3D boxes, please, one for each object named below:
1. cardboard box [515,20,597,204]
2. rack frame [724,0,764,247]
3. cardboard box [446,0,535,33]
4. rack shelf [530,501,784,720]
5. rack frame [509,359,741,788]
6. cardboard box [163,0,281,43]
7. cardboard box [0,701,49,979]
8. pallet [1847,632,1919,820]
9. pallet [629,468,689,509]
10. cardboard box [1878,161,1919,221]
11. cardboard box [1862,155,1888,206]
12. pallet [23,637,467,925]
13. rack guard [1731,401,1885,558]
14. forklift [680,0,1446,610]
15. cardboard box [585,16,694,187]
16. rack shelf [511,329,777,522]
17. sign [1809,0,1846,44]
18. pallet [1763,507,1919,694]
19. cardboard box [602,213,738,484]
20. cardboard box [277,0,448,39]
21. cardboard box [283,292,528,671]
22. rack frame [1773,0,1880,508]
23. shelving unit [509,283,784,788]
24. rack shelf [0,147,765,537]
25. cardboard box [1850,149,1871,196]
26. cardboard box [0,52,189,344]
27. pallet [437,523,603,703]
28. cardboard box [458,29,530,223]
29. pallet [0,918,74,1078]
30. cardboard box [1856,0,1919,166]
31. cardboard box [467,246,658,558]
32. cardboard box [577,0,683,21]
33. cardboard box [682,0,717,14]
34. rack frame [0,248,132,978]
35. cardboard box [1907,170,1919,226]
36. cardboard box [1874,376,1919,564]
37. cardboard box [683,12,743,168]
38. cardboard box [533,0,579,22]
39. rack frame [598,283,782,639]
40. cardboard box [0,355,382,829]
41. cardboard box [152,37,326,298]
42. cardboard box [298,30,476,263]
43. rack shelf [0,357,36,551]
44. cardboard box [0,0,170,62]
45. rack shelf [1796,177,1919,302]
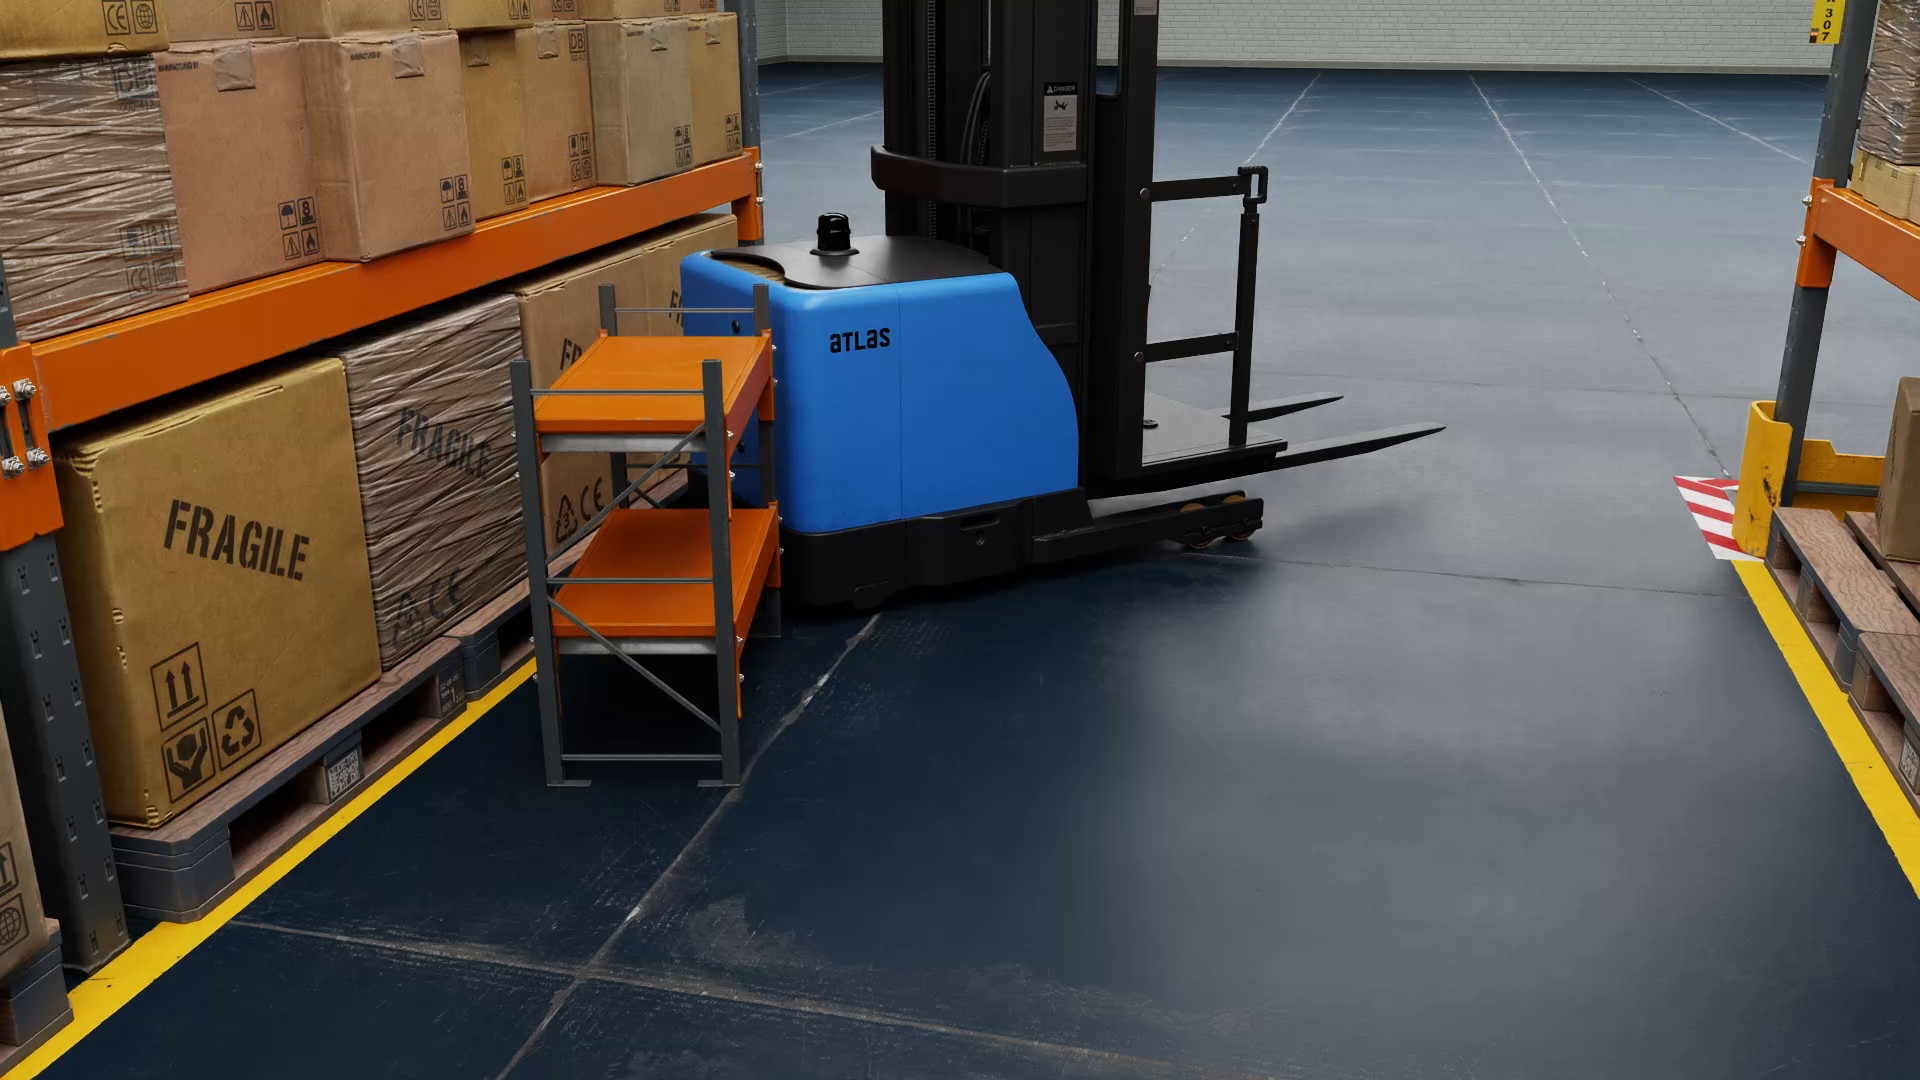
[{"bbox_3d":[-1.738,-1.424,5.484,0.875,0.550,0.550,5,19,13],"label":"cardboard box"},{"bbox_3d":[-1.320,-1.813,6.854,1.000,3.000,0.127,5,19,13],"label":"rack frame"},{"bbox_3d":[-1.765,-1.761,4.798,0.875,0.550,0.500,5,19,13],"label":"cardboard box"},{"bbox_3d":[-0.819,0.171,4.702,0.538,0.278,1.000,0,19,0],"label":"rack shelf"},{"bbox_3d":[-0.820,0.104,4.142,0.500,1.125,0.032,0,19,0],"label":"rack frame"},{"bbox_3d":[-2.152,-1.435,3.847,0.875,0.550,0.550,5,19,13],"label":"cardboard box"},{"bbox_3d":[-2.361,0.509,2.888,1.050,0.750,0.750,5,19,13],"label":"cardboard box"},{"bbox_3d":[2.914,0.587,4.142,1.003,0.211,1.213,5,19,13],"label":"pallet"},{"bbox_3d":[-1.439,-0.236,6.553,1.003,0.211,1.213,5,19,13],"label":"pallet"},{"bbox_3d":[3.009,-1.046,4.997,0.380,0.149,0.250,5,19,13],"label":"cardboard box"},{"bbox_3d":[3.085,-1.123,5.223,0.380,0.149,0.250,5,19,13],"label":"cardboard box"},{"bbox_3d":[-2.035,0.529,4.314,1.003,0.211,1.213,5,19,13],"label":"pallet"},{"bbox_3d":[3.447,-0.183,5.948,1.175,0.500,0.348,5,19,13],"label":"rack guard"},{"bbox_3d":[0.539,-1.489,6.014,3.031,2.935,1.130,-11,22,-29],"label":"forklift"},{"bbox_3d":[-1.480,-1.590,5.969,0.875,0.550,0.550,5,19,13],"label":"cardboard box"},{"bbox_3d":[-0.819,-0.337,4.529,0.538,0.278,1.000,0,19,0],"label":"rack shelf"},{"bbox_3d":[2.939,-1.842,5.600,0.100,0.325,0.005,5,19,13],"label":"sign"},{"bbox_3d":[3.214,0.206,5.258,1.003,0.211,1.213,5,19,13],"label":"pallet"},{"bbox_3d":[-1.421,-0.788,6.492,0.875,0.875,0.875,5,19,14],"label":"cardboard box"},{"bbox_3d":[-1.887,-1.594,4.310,0.875,0.550,0.550,5,19,13],"label":"cardboard box"},{"bbox_3d":[-1.859,-0.227,4.848,0.875,0.875,0.875,5,19,14],"label":"cardboard box"},{"bbox_3d":[3.465,-1.389,5.614,1.000,3.000,0.127,5,19,13],"label":"rack frame"},{"bbox_3d":[-0.819,-0.060,4.623,0.538,1.125,1.048,0,19,0],"label":"shelving unit"},{"bbox_3d":[-1.808,-0.845,5.135,1.077,0.370,4.000,5,19,13],"label":"rack shelf"},{"bbox_3d":[3.165,-1.200,5.448,0.380,0.149,0.250,5,19,13],"label":"cardboard box"},{"bbox_3d":[-2.218,-0.746,3.500,0.875,0.550,0.550,5,19,13],"label":"cardboard box"},{"bbox_3d":[-1.739,0.145,5.437,1.003,0.211,1.213,5,19,13],"label":"pallet"},{"bbox_3d":[-1.828,-1.255,4.988,0.875,0.550,0.500,5,19,13],"label":"cardboard box"},{"bbox_3d":[-2.412,1.008,2.908,1.003,0.211,1.213,5,19,13],"label":"pallet"},{"bbox_3d":[3.304,-1.407,5.052,0.875,0.500,0.500,5,19,13],"label":"cardboard box"},{"bbox_3d":[-1.634,-0.512,5.684,0.875,0.875,0.875,4,19,13],"label":"cardboard box"},{"bbox_3d":[-1.493,-2.102,5.797,0.875,0.550,0.550,5,19,13],"label":"cardboard box"},{"bbox_3d":[-1.448,-2.281,6.323,0.875,0.550,0.550,5,19,13],"label":"cardboard box"},{"bbox_3d":[-2.297,-0.559,3.183,1.000,3.000,0.127,5,19,13],"label":"rack frame"},{"bbox_3d":[2.968,-0.966,4.763,0.380,0.149,0.250,5,19,13],"label":"cardboard box"},{"bbox_3d":[3.297,-0.211,5.381,0.500,0.500,0.500,9,21,23],"label":"cardboard box"},{"bbox_3d":[-1.366,-1.764,6.479,0.875,0.550,0.550,5,19,13],"label":"cardboard box"},{"bbox_3d":[-1.761,-1.937,5.315,0.875,0.550,0.550,5,19,13],"label":"cardboard box"},{"bbox_3d":[-0.819,-0.224,5.105,0.500,1.125,0.032,0,19,0],"label":"rack frame"},{"bbox_3d":[-2.075,0.056,4.020,0.875,0.875,0.875,5,19,14],"label":"cardboard box"},{"bbox_3d":[-2.106,-0.921,4.010,0.875,0.550,0.550,5,19,13],"label":"cardboard box"},{"bbox_3d":[-1.860,-1.081,4.478,0.875,0.550,0.550,5,19,13],"label":"cardboard box"},{"bbox_3d":[-2.786,0.408,1.464,1.077,0.370,4.000,5,19,13],"label":"rack shelf"},{"bbox_3d":[-2.173,-1.254,3.315,0.875,0.550,0.550,5,19,13],"label":"cardboard box"},{"bbox_3d":[2.977,-0.422,3.895,1.077,0.370,4.000,5,19,13],"label":"rack shelf"}]
